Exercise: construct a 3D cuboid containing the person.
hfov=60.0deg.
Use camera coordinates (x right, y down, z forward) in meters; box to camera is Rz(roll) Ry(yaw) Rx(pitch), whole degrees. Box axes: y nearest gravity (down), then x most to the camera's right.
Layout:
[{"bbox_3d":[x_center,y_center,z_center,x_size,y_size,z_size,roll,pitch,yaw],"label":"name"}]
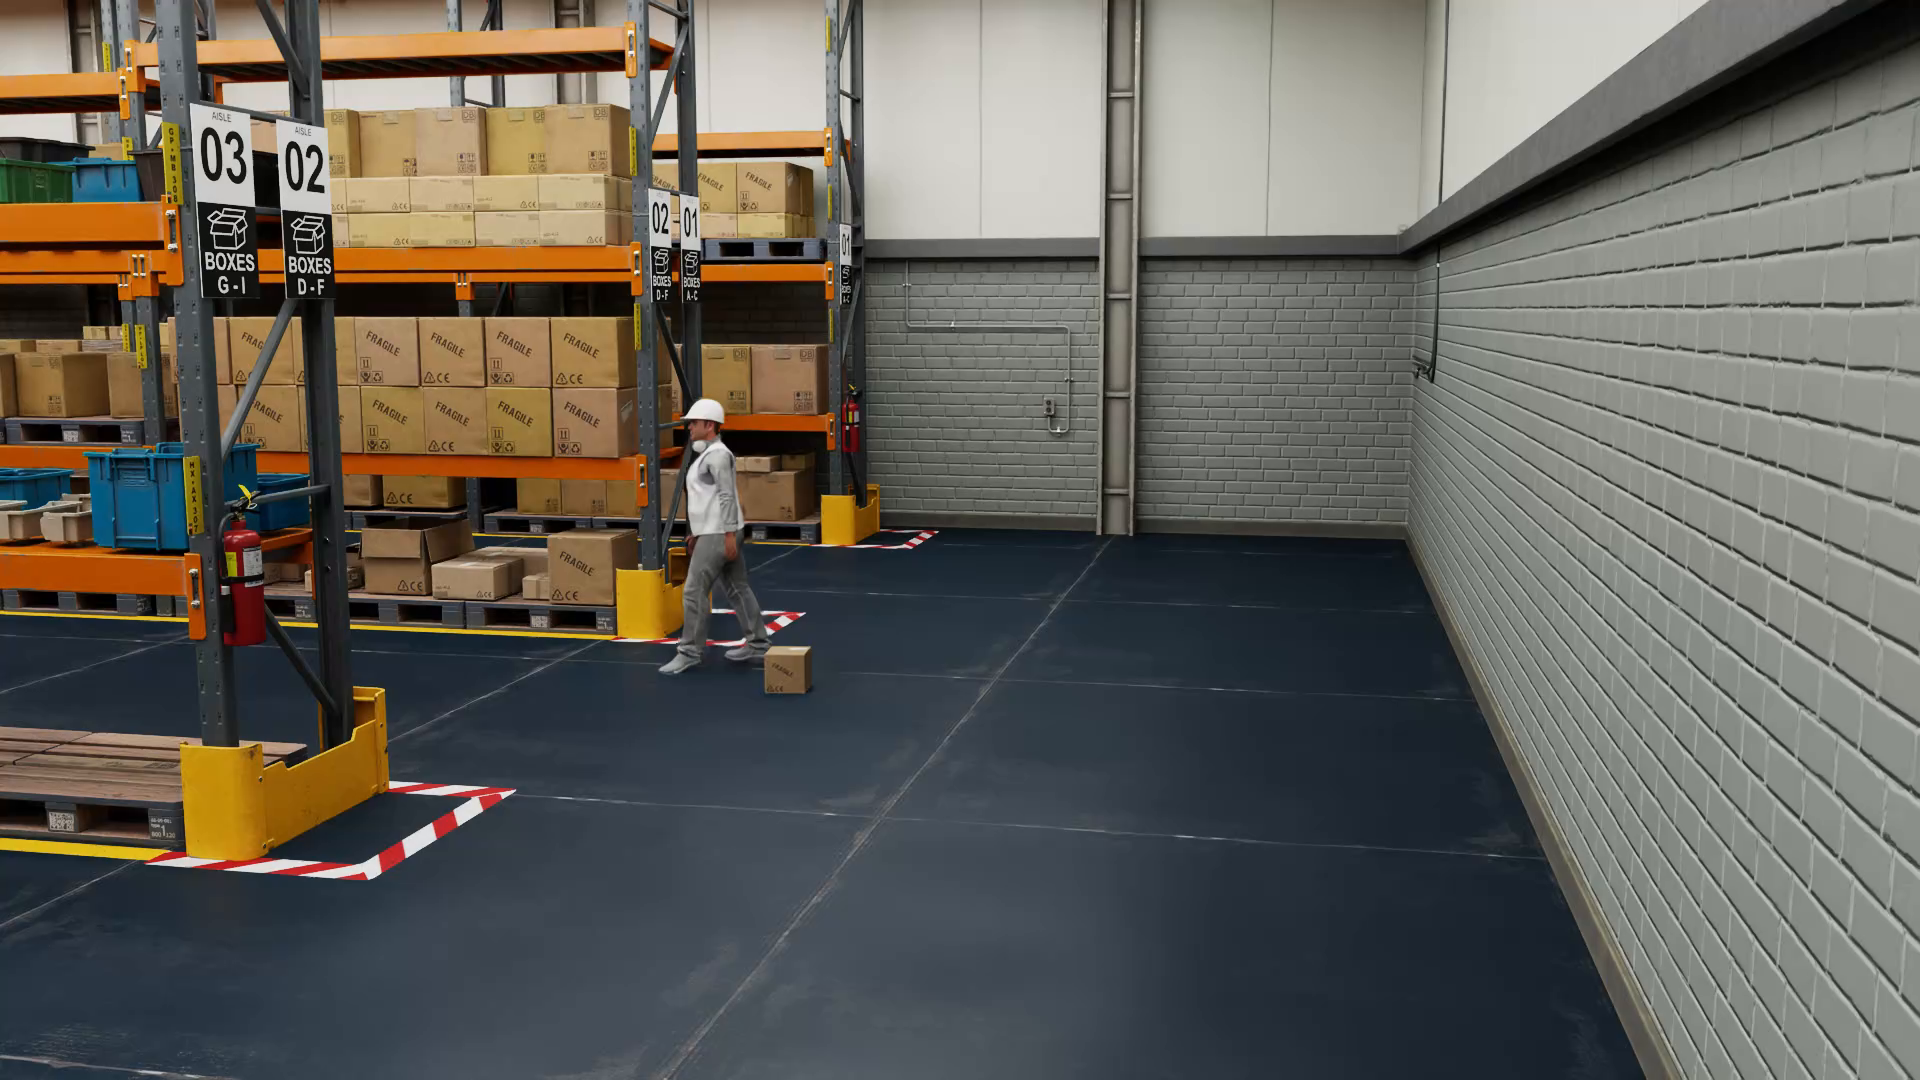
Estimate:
[{"bbox_3d":[-1.621,-0.035,10.994,0.732,1.788,0.537,-1,8,-4],"label":"person"}]
